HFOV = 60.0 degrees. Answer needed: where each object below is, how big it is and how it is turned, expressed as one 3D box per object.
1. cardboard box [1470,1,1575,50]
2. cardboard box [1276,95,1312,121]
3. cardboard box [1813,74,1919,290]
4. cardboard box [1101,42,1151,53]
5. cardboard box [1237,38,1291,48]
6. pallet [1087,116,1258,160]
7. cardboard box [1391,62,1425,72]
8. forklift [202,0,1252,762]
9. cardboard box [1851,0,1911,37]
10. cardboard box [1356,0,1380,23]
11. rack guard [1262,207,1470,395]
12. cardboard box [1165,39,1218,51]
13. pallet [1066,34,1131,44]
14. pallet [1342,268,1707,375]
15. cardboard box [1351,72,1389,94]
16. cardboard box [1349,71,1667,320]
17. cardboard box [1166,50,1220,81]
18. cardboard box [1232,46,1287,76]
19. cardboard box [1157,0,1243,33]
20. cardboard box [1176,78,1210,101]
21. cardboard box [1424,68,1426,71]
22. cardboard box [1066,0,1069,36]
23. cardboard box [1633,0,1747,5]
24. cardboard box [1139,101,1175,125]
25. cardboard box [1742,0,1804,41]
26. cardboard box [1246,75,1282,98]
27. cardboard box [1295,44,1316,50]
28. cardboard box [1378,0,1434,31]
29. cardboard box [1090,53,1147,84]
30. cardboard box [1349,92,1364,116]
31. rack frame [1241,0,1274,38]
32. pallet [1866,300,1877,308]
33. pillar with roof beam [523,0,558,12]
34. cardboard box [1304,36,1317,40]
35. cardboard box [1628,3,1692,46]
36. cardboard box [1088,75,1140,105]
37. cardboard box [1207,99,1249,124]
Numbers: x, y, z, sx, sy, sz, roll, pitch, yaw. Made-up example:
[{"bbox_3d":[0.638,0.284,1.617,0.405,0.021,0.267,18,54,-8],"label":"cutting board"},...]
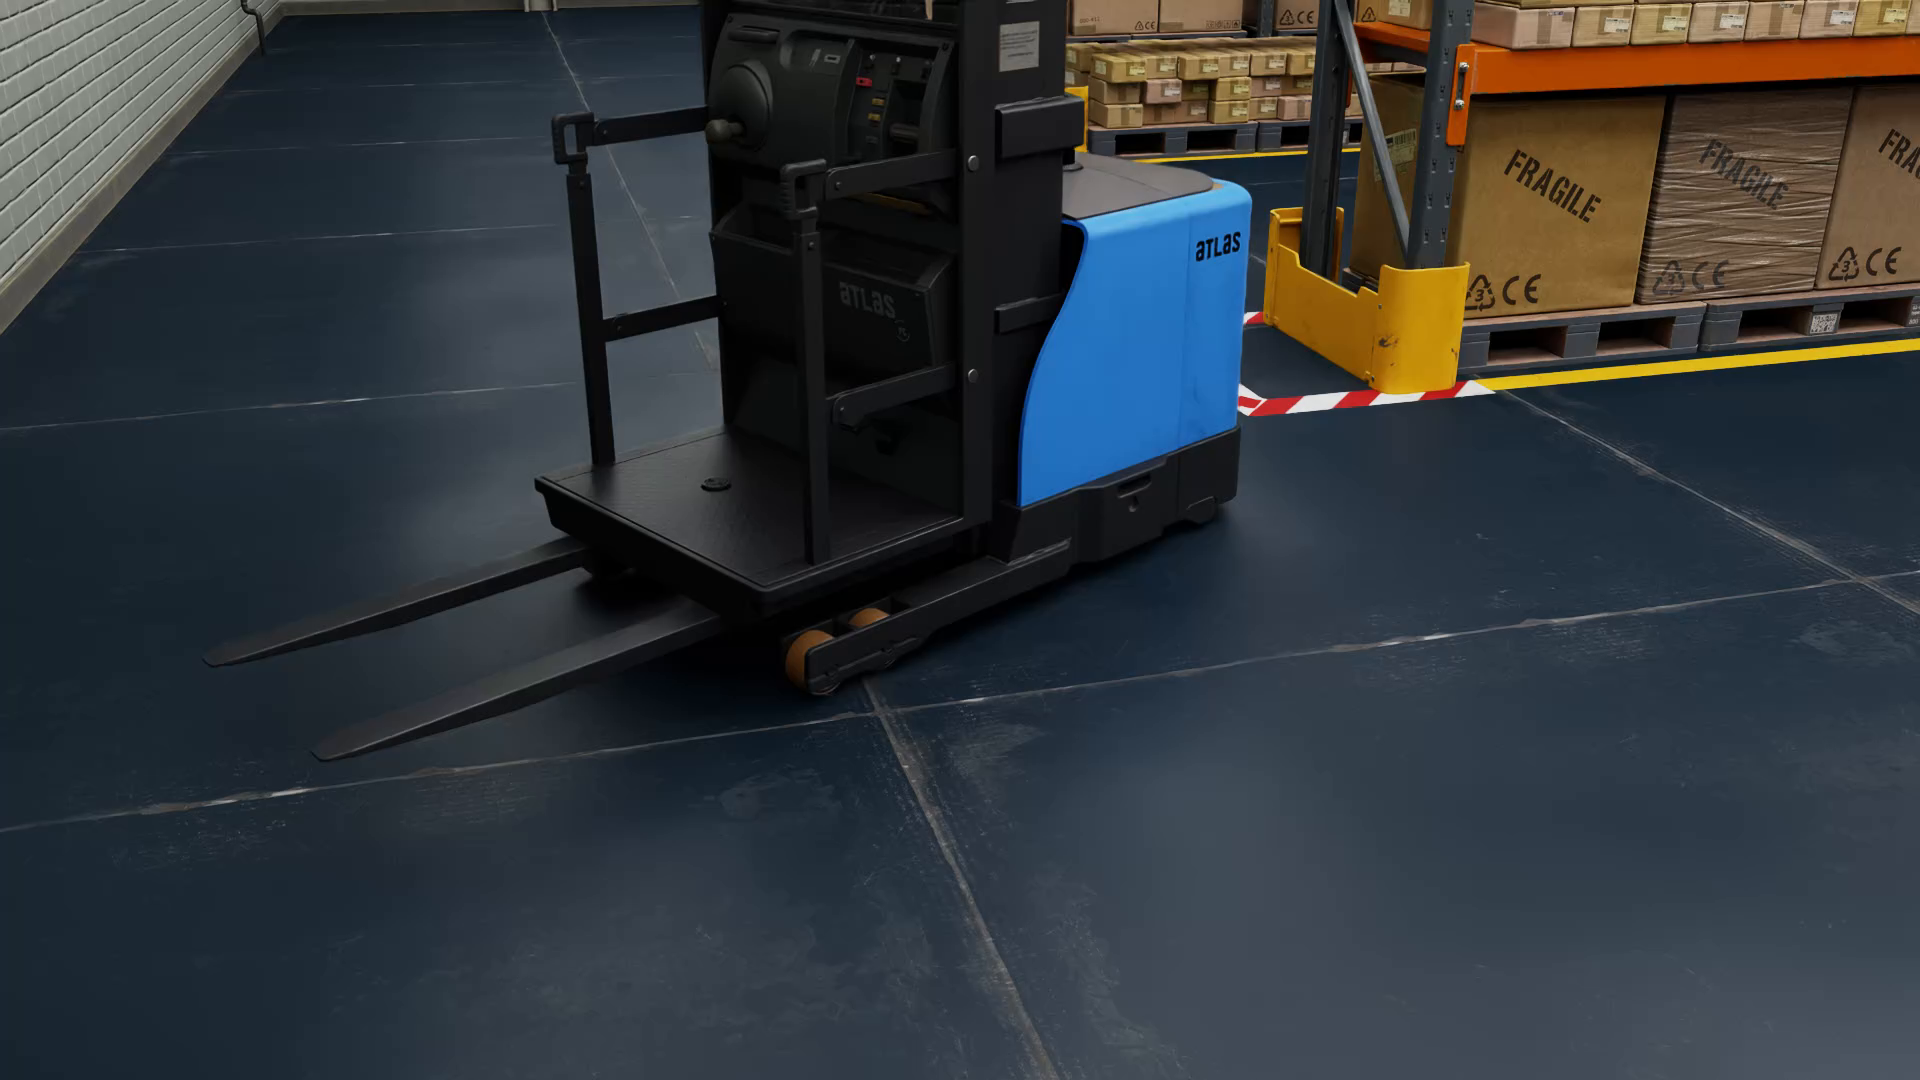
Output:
[{"bbox_3d":[2.140,-1.988,6.398,0.250,0.149,0.380,-6,24,-14],"label":"cardboard box"},{"bbox_3d":[2.284,-3.032,11.596,0.250,0.149,0.380,-8,24,-17],"label":"cardboard box"},{"bbox_3d":[4.037,-1.698,7.565,0.875,0.875,0.875,-6,24,-14],"label":"cardboard box"},{"bbox_3d":[1.165,-3.399,11.695,0.250,0.149,0.380,-6,24,-13],"label":"cardboard box"},{"bbox_3d":[2.174,-3.514,11.963,0.250,0.149,0.380,-7,24,-16],"label":"cardboard box"},{"bbox_3d":[1.331,-2.885,11.705,1.213,0.211,1.003,-6,24,-14],"label":"pallet"},{"bbox_3d":[3.066,-3.397,11.691,0.250,0.149,0.380,-8,24,-17],"label":"cardboard box"},{"bbox_3d":[-0.510,-1.175,4.270,3.031,2.935,1.130,-21,31,-39],"label":"forklift"},{"bbox_3d":[3.620,-2.152,6.781,0.250,0.149,0.380,-7,24,-16],"label":"cardboard box"},{"bbox_3d":[4.326,-5.792,17.105,0.875,0.875,0.875,-6,24,-13],"label":"cardboard box"},{"bbox_3d":[1.686,-1.040,7.039,0.348,0.500,1.175,-6,24,-14],"label":"rack guard"},{"bbox_3d":[1.647,-3.478,11.880,0.250,0.149,0.380,-7,24,-16],"label":"cardboard box"},{"bbox_3d":[0.953,-4.915,16.438,1.213,0.211,1.003,-6,24,-14],"label":"pallet"},{"bbox_3d":[2.458,-1.024,7.370,1.213,0.211,1.003,-6,24,-14],"label":"pallet"},{"bbox_3d":[2.818,-3.262,11.755,0.250,0.149,0.380,-7,24,-17],"label":"cardboard box"},{"bbox_3d":[2.304,-1.506,7.118,0.875,0.875,0.875,-6,24,-14],"label":"cardboard box"},{"bbox_3d":[1.573,-3.221,11.281,0.250,0.149,0.380,-6,24,-15],"label":"cardboard box"},{"bbox_3d":[2.059,-3.305,11.477,0.250,0.149,0.380,-5,24,-12],"label":"cardboard box"},{"bbox_3d":[2.250,-5.369,16.675,0.875,0.438,0.875,-7,24,-15],"label":"cardboard box"},{"bbox_3d":[1.531,-3.130,11.446,0.250,0.149,0.380,-6,24,-14],"label":"cardboard box"},{"bbox_3d":[3.322,-3.318,11.884,0.250,0.149,0.380,-6,24,-14],"label":"cardboard box"},{"bbox_3d":[0.519,-5.178,16.230,0.875,0.438,0.875,-6,24,-13],"label":"cardboard box"},{"bbox_3d":[2.743,-2.265,6.538,0.500,0.250,0.500,-7,24,-15],"label":"cardboard box"},{"bbox_3d":[1.287,-2.961,11.429,0.250,0.149,0.380,-6,24,-15],"label":"cardboard box"},{"bbox_3d":[3.129,-2.098,6.654,0.250,0.149,0.380,-7,24,-15],"label":"cardboard box"},{"bbox_3d":[2.037,-3.181,11.564,0.250,0.149,0.380,-7,24,-17],"label":"cardboard box"},{"bbox_3d":[2.541,-3.379,11.649,0.250,0.149,0.380,-6,24,-14],"label":"cardboard box"},{"bbox_3d":[1.963,-2.238,6.981,0.250,0.149,0.380,-6,24,-13],"label":"cardboard box"},{"bbox_3d":[1.063,-3.168,11.157,0.250,0.149,0.380,-7,24,-17],"label":"cardboard box"},{"bbox_3d":[2.766,-3.110,11.777,0.250,0.149,0.380,-6,24,-13],"label":"cardboard box"},{"bbox_3d":[2.883,-6.379,16.314,0.127,3.000,1.000,-6,24,-14],"label":"rack frame"},{"bbox_3d":[4.807,-1.284,7.975,1.213,0.211,1.003,-6,24,-14],"label":"pallet"},{"bbox_3d":[-3.989,-9.015,14.848,0.400,9.000,9.100,-6,24,-14],"label":"pillar with roof beam"},{"bbox_3d":[2.667,-3.564,12.080,0.250,0.149,0.380,-7,24,-17],"label":"cardboard box"},{"bbox_3d":[2.633,-2.043,6.527,0.250,0.149,0.380,-7,24,-16],"label":"cardboard box"},{"bbox_3d":[1.040,-3.063,11.289,0.250,0.149,0.380,-5,24,-12],"label":"cardboard box"},{"bbox_3d":[1.800,-2.976,11.464,0.250,0.149,0.380,-6,24,-14],"label":"cardboard box"}]
